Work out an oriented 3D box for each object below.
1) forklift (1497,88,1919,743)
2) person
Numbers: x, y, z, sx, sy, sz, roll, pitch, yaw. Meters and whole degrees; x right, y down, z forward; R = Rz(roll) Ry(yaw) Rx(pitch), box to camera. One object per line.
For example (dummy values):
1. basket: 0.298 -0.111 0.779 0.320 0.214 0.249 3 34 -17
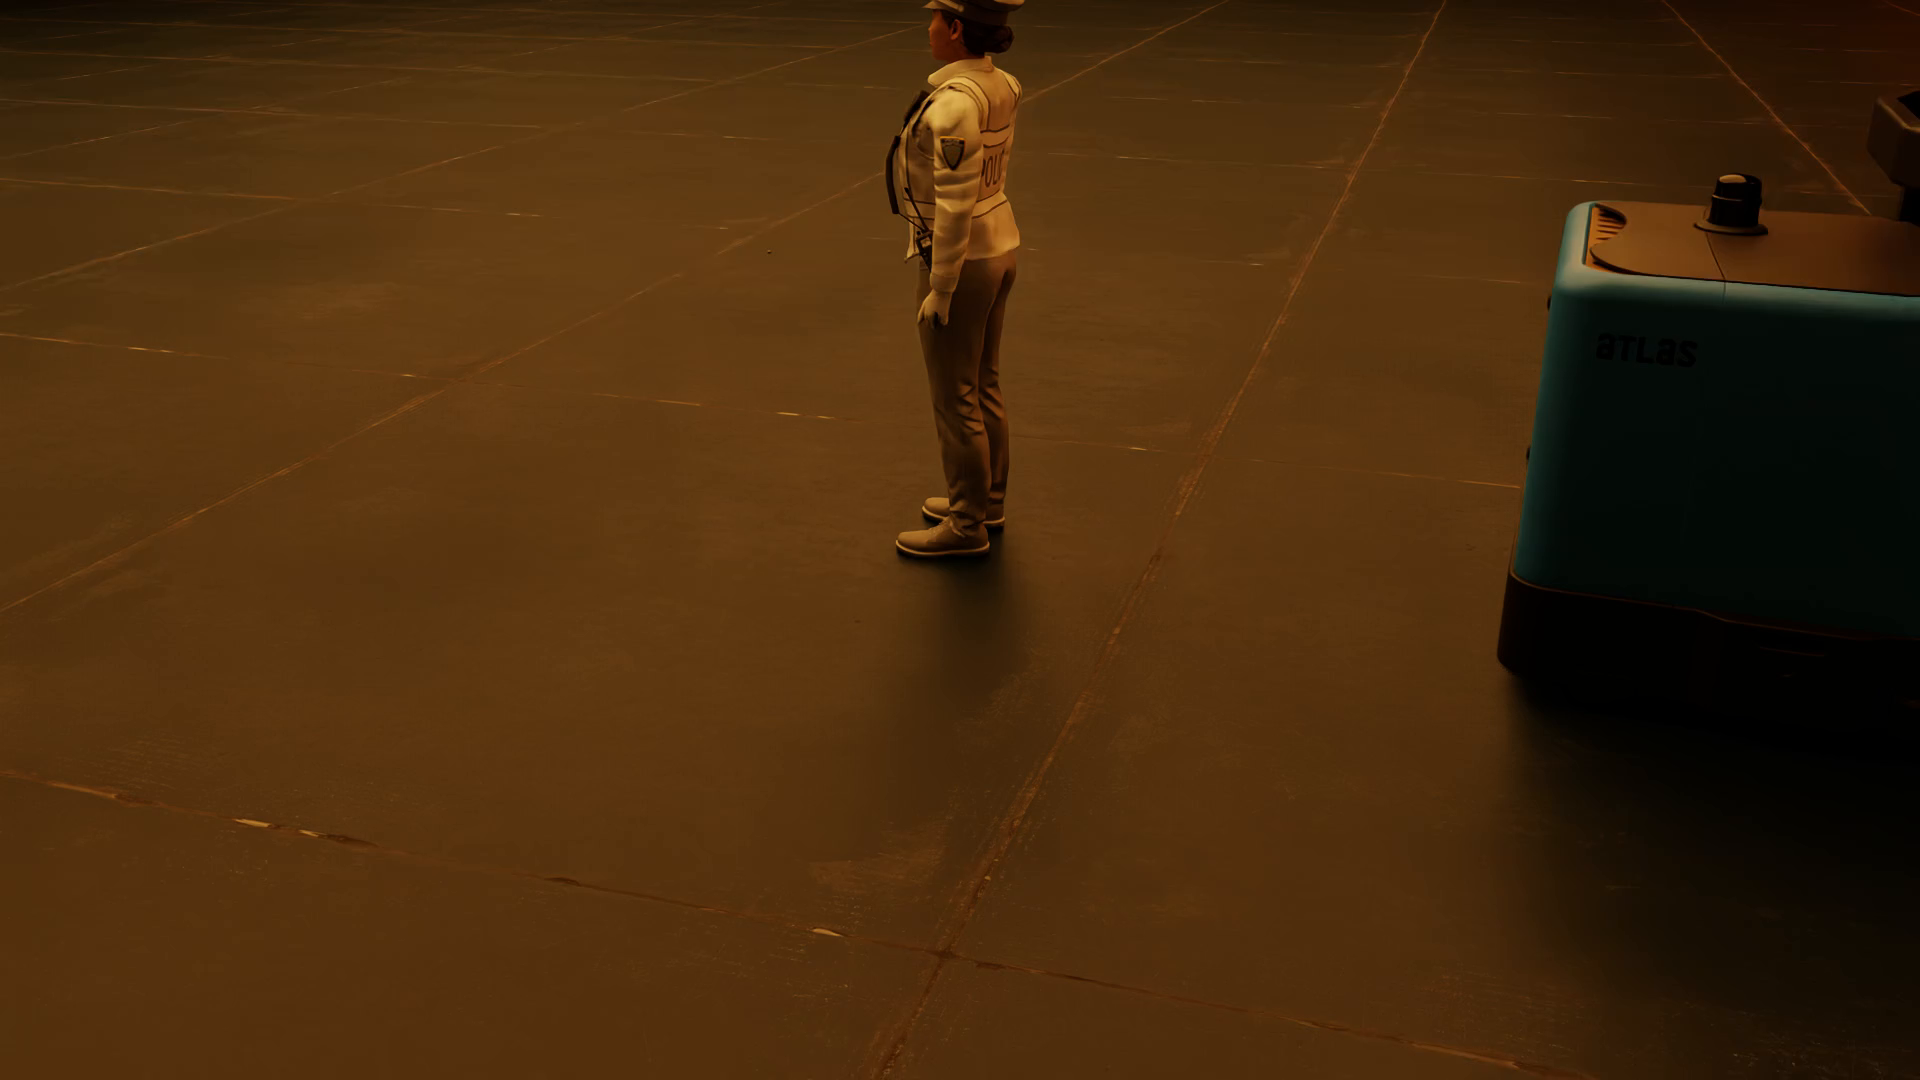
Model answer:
1. forklift: 2.930 -0.943 3.563 3.031 2.935 1.130 8 24 19
2. person: -0.002 -0.778 4.793 0.354 1.694 0.461 7 23 16
